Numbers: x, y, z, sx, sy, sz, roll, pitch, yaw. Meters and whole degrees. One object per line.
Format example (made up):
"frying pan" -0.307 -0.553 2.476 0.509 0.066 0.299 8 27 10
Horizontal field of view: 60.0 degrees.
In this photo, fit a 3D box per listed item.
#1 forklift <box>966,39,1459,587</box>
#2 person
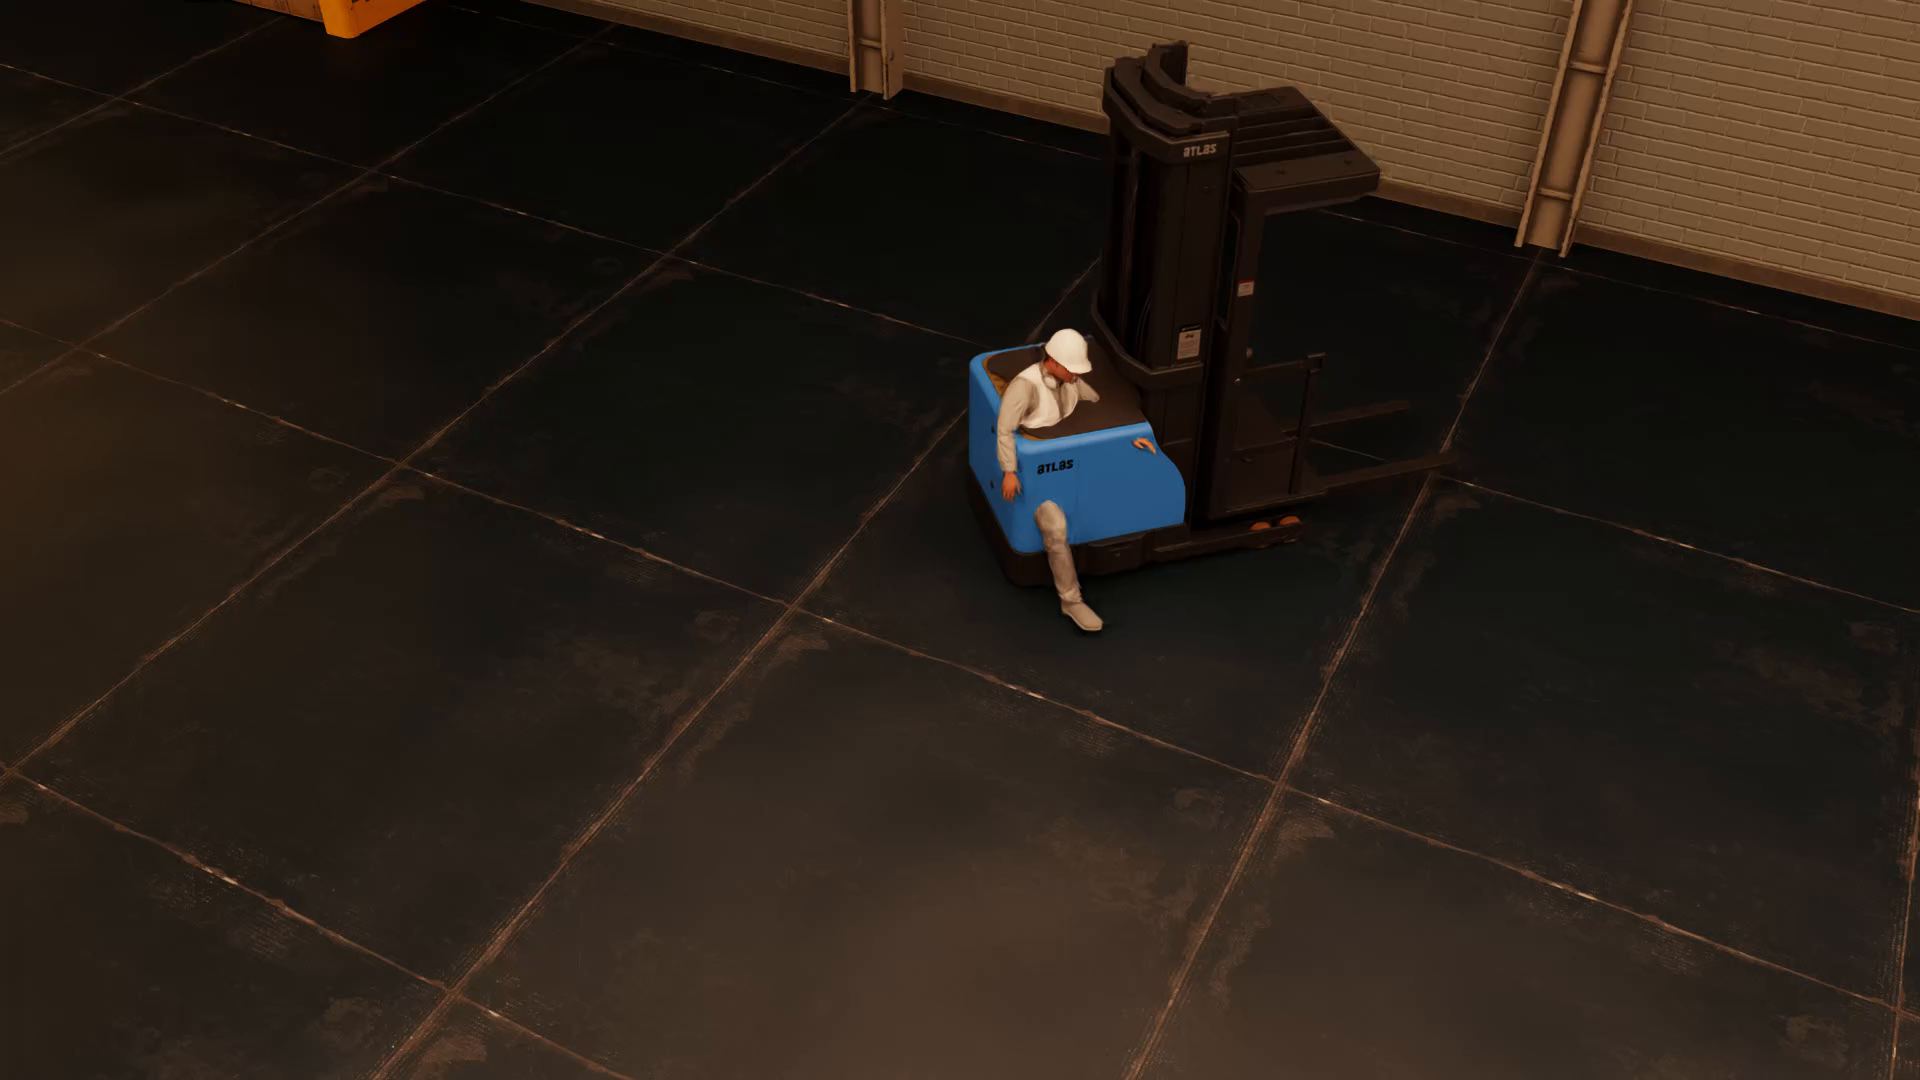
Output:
"forklift" 1.616 -1.384 9.630 3.031 2.935 1.130 -11 41 -13
"person" 0.670 -0.409 9.475 0.930 1.565 0.866 31 49 32
